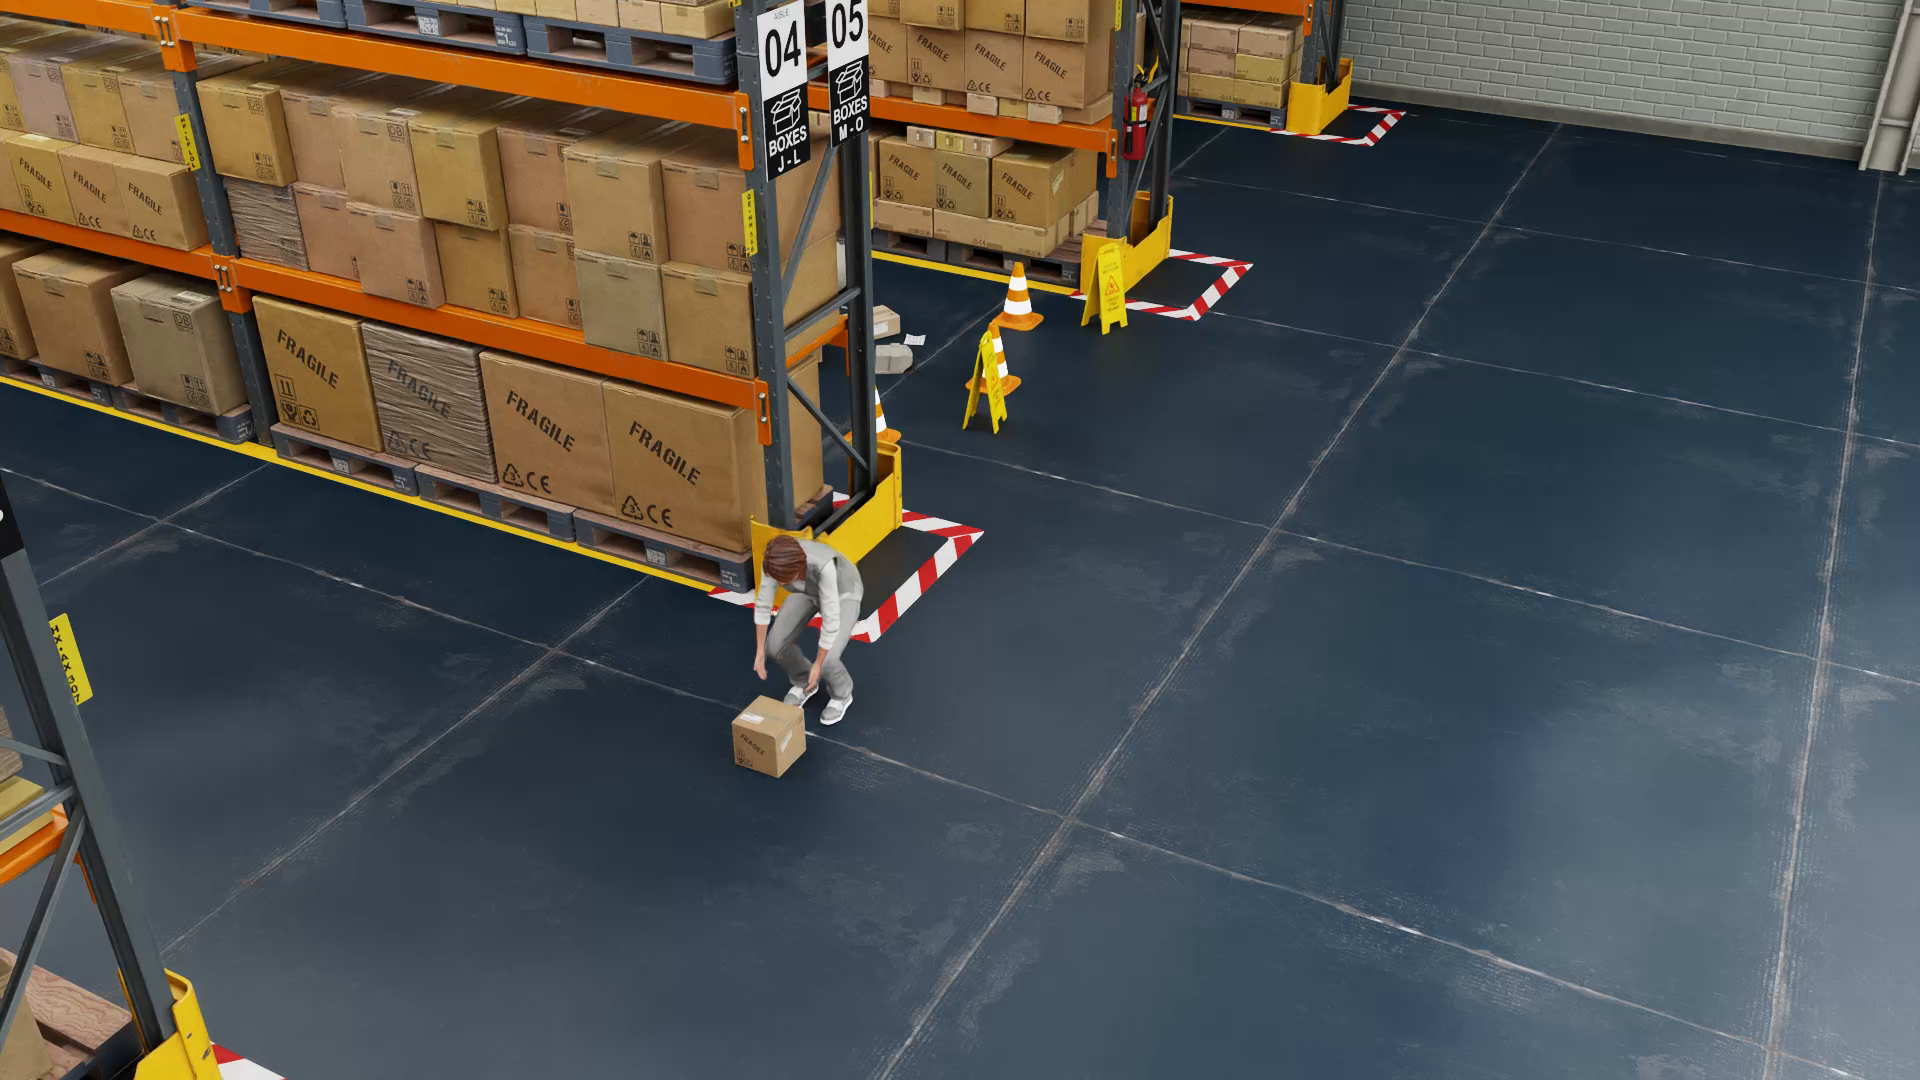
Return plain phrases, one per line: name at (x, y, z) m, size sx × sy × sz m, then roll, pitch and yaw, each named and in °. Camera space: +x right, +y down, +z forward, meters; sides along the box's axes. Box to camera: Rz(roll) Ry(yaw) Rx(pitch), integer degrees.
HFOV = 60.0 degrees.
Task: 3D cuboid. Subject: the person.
person at (-0.712, 0.387, 8.084) m, size 0.464 × 1.143 × 0.725 m, roll 15°, pitch 33°, yaw 23°
